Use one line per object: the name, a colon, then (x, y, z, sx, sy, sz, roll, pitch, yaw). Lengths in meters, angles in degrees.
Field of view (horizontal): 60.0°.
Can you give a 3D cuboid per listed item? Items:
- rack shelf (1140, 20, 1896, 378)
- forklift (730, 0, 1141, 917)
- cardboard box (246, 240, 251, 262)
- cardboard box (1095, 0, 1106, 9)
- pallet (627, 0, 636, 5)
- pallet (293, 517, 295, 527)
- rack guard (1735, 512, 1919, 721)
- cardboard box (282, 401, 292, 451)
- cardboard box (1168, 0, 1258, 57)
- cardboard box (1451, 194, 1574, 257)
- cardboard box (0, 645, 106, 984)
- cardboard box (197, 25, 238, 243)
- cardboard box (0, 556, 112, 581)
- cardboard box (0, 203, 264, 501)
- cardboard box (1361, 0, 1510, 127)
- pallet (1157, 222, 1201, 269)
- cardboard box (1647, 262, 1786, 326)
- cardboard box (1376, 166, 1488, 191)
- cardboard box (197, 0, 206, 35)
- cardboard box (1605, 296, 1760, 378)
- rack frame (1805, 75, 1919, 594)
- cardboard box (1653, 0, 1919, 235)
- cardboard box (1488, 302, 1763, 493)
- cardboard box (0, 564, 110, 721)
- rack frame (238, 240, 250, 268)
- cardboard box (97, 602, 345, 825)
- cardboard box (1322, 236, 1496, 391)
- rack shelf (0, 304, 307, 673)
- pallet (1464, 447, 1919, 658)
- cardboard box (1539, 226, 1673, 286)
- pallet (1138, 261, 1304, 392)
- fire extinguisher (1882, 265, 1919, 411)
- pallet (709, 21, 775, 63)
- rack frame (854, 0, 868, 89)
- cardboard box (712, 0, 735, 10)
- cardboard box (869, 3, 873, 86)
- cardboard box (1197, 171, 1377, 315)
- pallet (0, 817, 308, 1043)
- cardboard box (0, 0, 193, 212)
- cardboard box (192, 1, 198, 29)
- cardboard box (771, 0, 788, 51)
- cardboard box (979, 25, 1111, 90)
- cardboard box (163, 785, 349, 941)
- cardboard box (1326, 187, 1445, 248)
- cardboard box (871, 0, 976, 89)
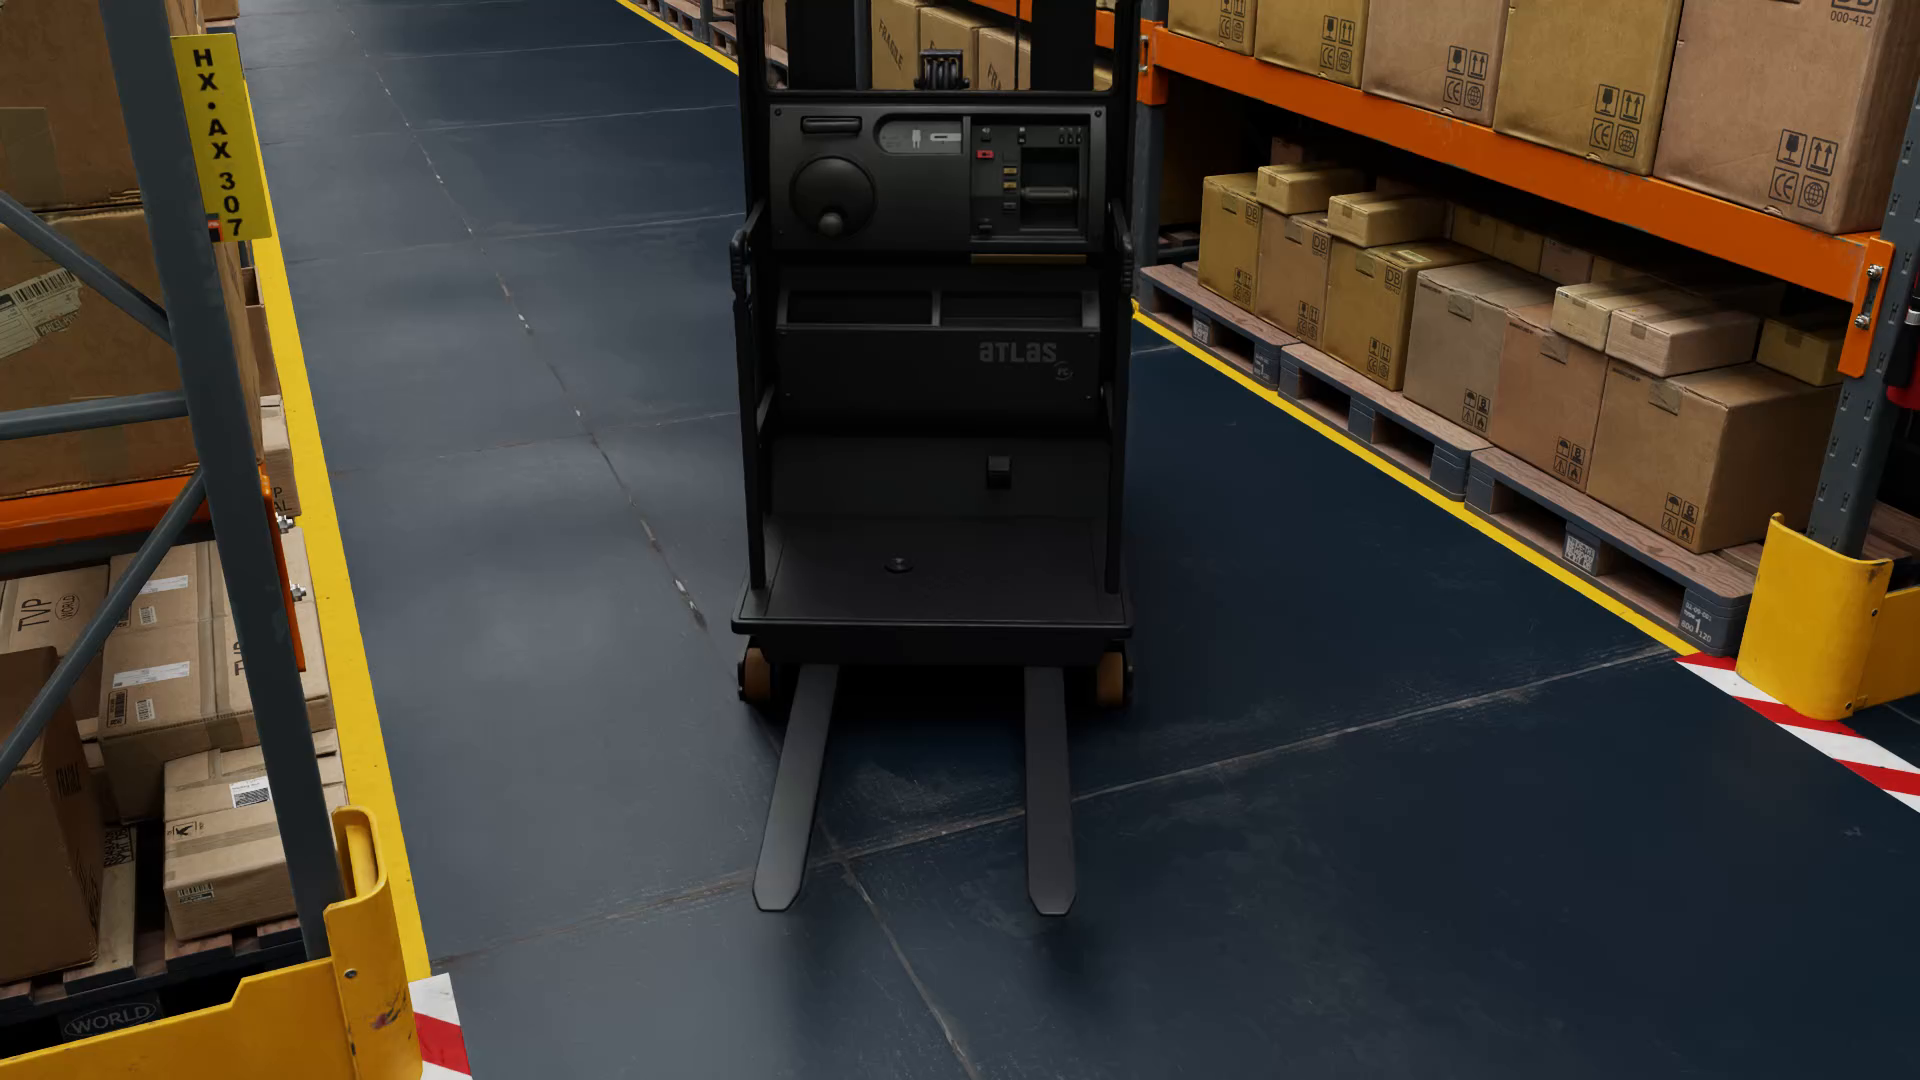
rack shelf: (2.097, -1.490, 6.203, 1.077, 0.370, 4.000, -11, 28, -21)
forklift: (-0.065, -0.976, 4.409, 1.130, 2.935, 3.031, 1, 26, 1)
cardboard box: (-3.616, -1.496, 7.743, 0.500, 0.500, 0.500, -10, 28, -20)
cardboard box: (0.801, -2.703, 8.130, 0.380, 0.149, 0.250, -10, 28, -20)
pallet: (-3.070, -5.847, 17.486, 1.003, 0.211, 1.213, -11, 28, -21)
pallet: (-2.974, -0.238, 5.996, 1.003, 0.211, 1.213, -11, 28, -21)
rack guard: (2.890, 0.127, 4.920, 1.175, 0.500, 0.348, -11, 28, -21)
cardboard box: (-2.556, -0.362, 5.821, 0.380, 0.149, 0.250, -11, 28, -21)
cardboard box: (1.511, -2.534, 7.179, 0.980, 0.700, 0.700, -10, 28, -20)
cardboard box: (2.151, -1.226, 6.473, 0.380, 0.149, 0.250, -11, 28, -22)
cardboard box: (-2.116, 0.595, 3.460, 0.500, 0.500, 0.500, -11, 28, -21)
cardboard box: (-2.202, -1.035, 4.338, 0.500, 0.500, 0.500, -10, 28, -20)
cardboard box: (-2.502, -0.087, 4.852, 0.797, 0.503, 0.637, -11, 28, -21)
cardboard box: (-1.607, -0.423, 3.083, 0.500, 0.500, 0.500, -10, 28, -20)
cardboard box: (2.086, -1.946, 5.975, 0.980, 0.700, 0.700, -12, 28, -23)
pallet: (0.943, -1.666, 8.922, 1.003, 0.211, 1.213, -11, 28, -21)
cardboard box: (2.548, -0.817, 5.635, 0.380, 0.149, 0.250, -10, 28, -20)
cardboard box: (1.950, -1.432, 6.896, 0.380, 0.149, 0.250, -12, 28, -22)
cardboard box: (-2.608, -1.448, 5.182, 0.500, 0.500, 0.500, -10, 28, -19)
cardboard box: (2.296, -0.649, 5.291, 0.380, 0.149, 0.250, -11, 28, -21)
rack frame: (2.881, -1.006, 4.392, 1.000, 3.000, 0.127, -11, 28, -21)
cardboard box: (2.672, -1.345, 4.744, 0.980, 0.700, 0.700, -9, 28, -18)
cardboard box: (2.318, -0.539, 5.805, 0.700, 0.500, 0.500, -11, 28, -21)
cardboard box: (-2.460, 0.319, 4.311, 0.500, 0.250, 0.500, -11, 28, -21)
rack frame: (-3.243, -1.768, 5.953, 1.000, 3.000, 0.127, -11, 28, -21)
cardboard box: (-1.824, 0.414, 4.115, 0.500, 0.250, 0.500, -11, 28, -21)
cardboard box: (1.905, -0.956, 6.659, 0.700, 0.500, 0.500, -10, 28, -19)
rack shelf: (-2.459, -0.638, 4.457, 1.077, 0.370, 4.000, -11, 28, -21)
pallet: (2.495, -0.062, 5.637, 1.003, 0.211, 1.213, -11, 28, -21)
cardboard box: (2.350, -1.020, 6.052, 0.380, 0.149, 0.250, -10, 28, -20)
pallet: (1.540, -1.047, 7.655, 1.003, 0.211, 1.213, -11, 28, -21)
fire extinguisher: (2.515, -0.664, 4.203, 0.296, 0.674, 0.183, -11, 28, -21)
pallet: (-1.513, -4.283, 14.282, 1.003, 0.211, 1.213, -11, 28, -21)
rack frame: (-0.252, -4.236, 11.006, 1.000, 3.000, 0.127, -11, 28, -21)
cardboard box: (-2.056, -4.986, 15.271, 0.380, 0.166, 0.250, -15, 30, -27)
cardboard box: (-0.582, -3.592, 12.035, 0.700, 0.500, 0.500, -10, 28, -20)
cardboard box: (1.513, -1.367, 7.501, 0.700, 0.500, 0.500, -10, 28, -20)
pallet: (-2.019, 0.747, 3.979, 1.003, 0.211, 1.213, -11, 28, -21)
cardboard box: (-1.607, -0.872, 2.864, 0.500, 0.500, 0.500, -10, 28, -19)
cardboard box: (-2.210, -1.490, 4.128, 0.500, 0.500, 0.500, -11, 28, -21)
cardboard box: (-1.104, -4.218, 13.317, 0.700, 0.500, 0.500, -10, 28, -20)
cardboard box: (0.589, -2.442, 9.304, 0.750, 0.750, 0.750, -10, 28, -19)
cardboard box: (-1.524, 0.702, 3.641, 0.380, 0.149, 0.250, -11, 28, -21)
cardboard box: (1.683, -1.278, 6.580, 0.380, 0.149, 0.250, -11, 28, -22)
cardboard box: (-0.085, -3.139, 10.732, 0.750, 0.750, 0.750, -11, 28, -21)
